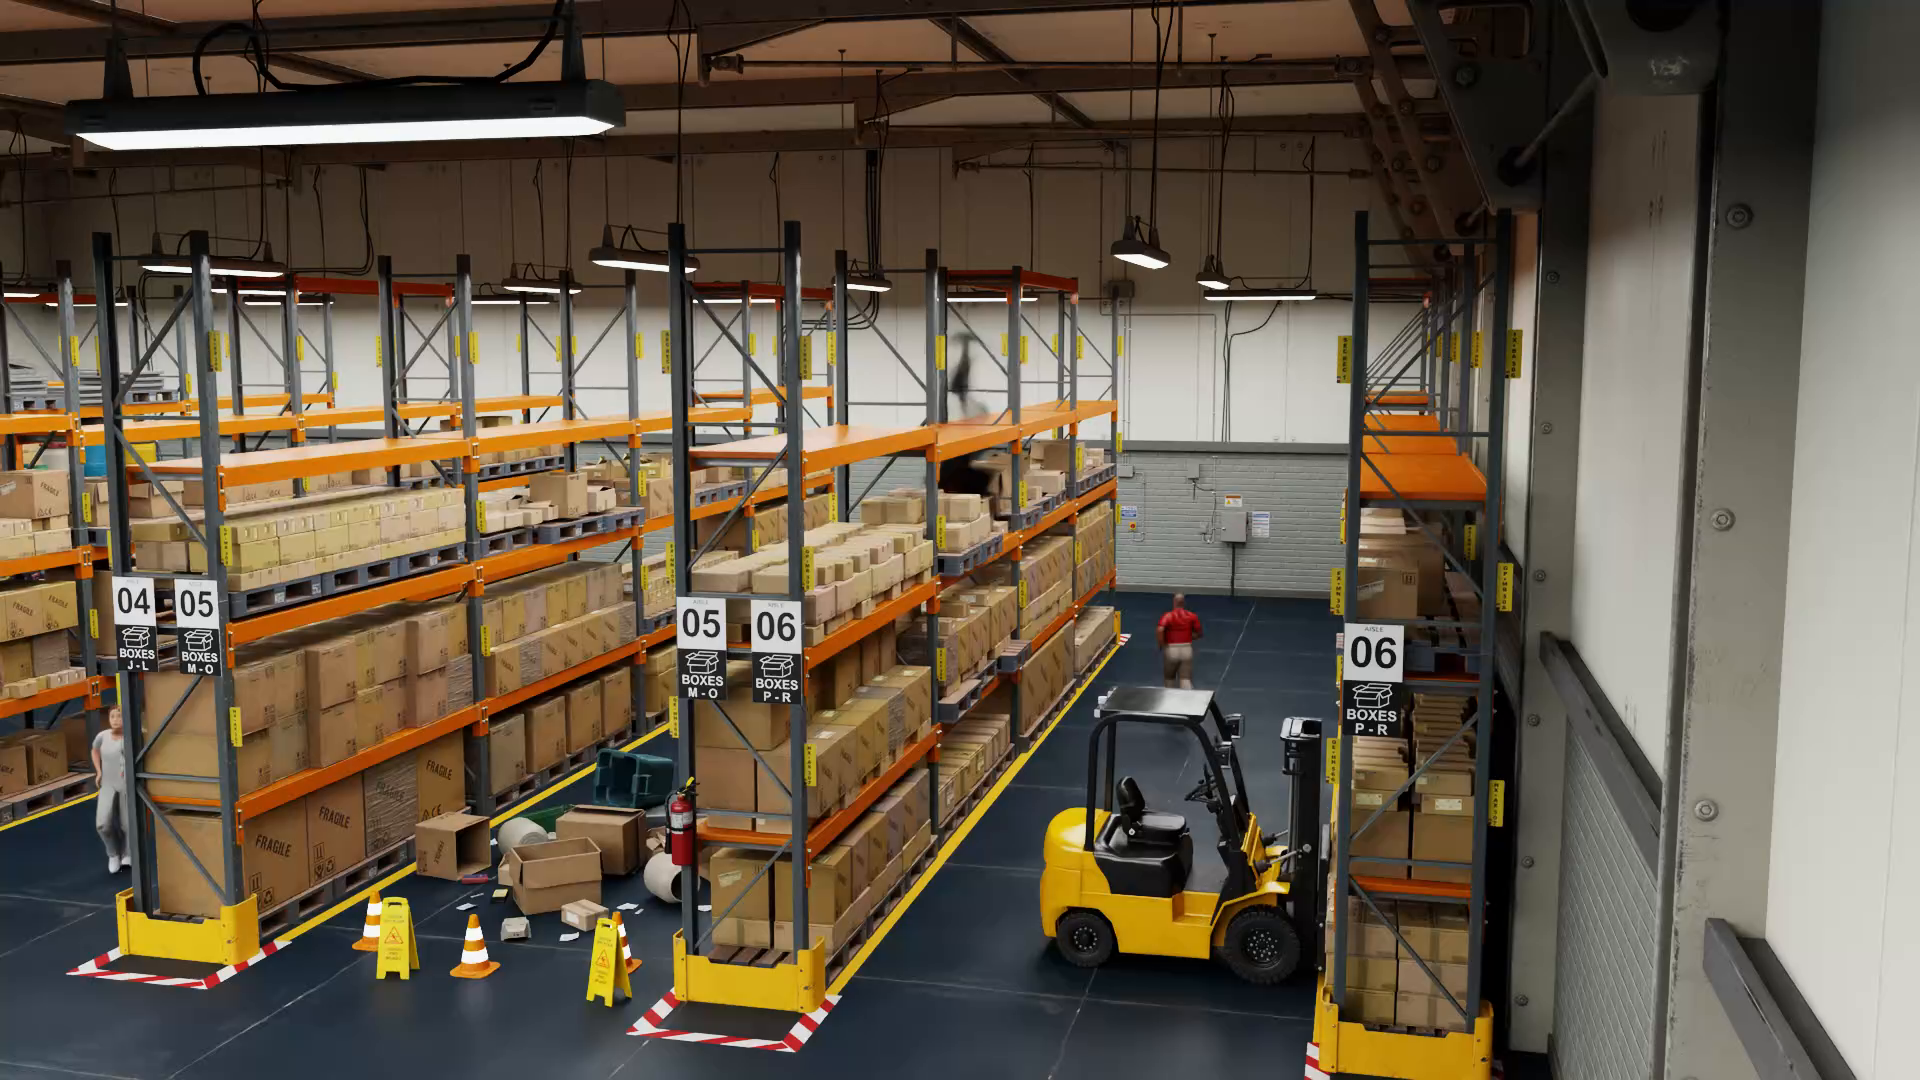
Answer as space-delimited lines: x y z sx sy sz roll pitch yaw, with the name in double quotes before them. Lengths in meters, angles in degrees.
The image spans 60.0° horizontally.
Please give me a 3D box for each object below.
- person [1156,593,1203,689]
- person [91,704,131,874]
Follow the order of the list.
"person" 2.968 1.599 22.577 0.670 1.751 0.869 0 7 -3
"person" -8.105 2.396 16.030 0.540 1.657 0.658 -2 7 -14
